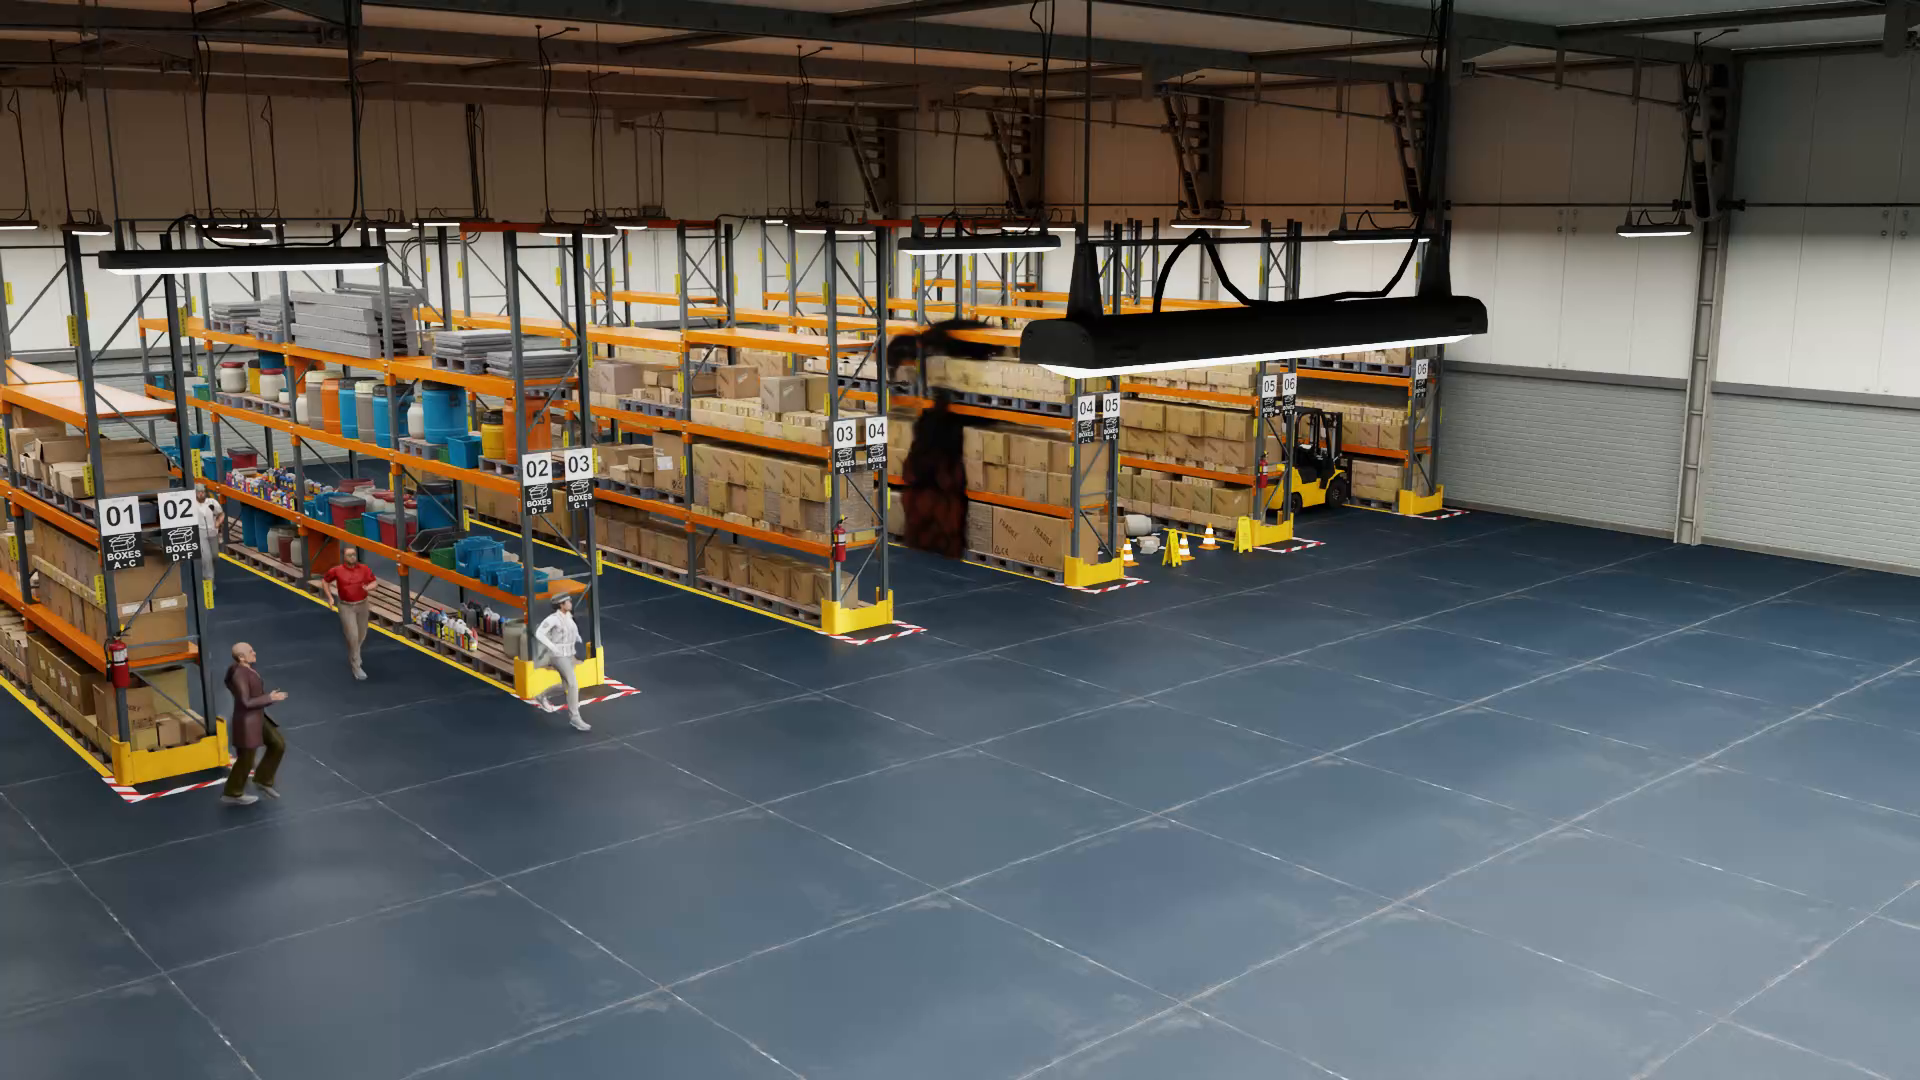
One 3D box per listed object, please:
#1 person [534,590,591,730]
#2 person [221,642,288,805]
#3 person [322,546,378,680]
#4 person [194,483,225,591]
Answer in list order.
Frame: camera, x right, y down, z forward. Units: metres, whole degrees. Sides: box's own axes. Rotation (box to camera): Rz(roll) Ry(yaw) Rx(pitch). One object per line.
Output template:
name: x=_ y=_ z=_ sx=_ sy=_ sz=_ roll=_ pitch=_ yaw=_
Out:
person: x=-4.885 y=1.448 z=20.572 sx=0.848 sy=1.674 sz=0.635 roll=3 pitch=12 yaw=14
person: x=-7.582 y=1.949 z=17.706 sx=0.658 sy=1.780 sz=0.721 roll=-2 pitch=12 yaw=-11
person: x=-8.268 y=0.952 z=22.689 sx=0.653 sy=1.748 sz=0.902 roll=-9 pitch=15 yaw=-39
person: x=-12.649 y=-0.085 z=27.877 sx=0.654 sy=1.789 sz=0.829 roll=-8 pitch=14 yaw=-36
